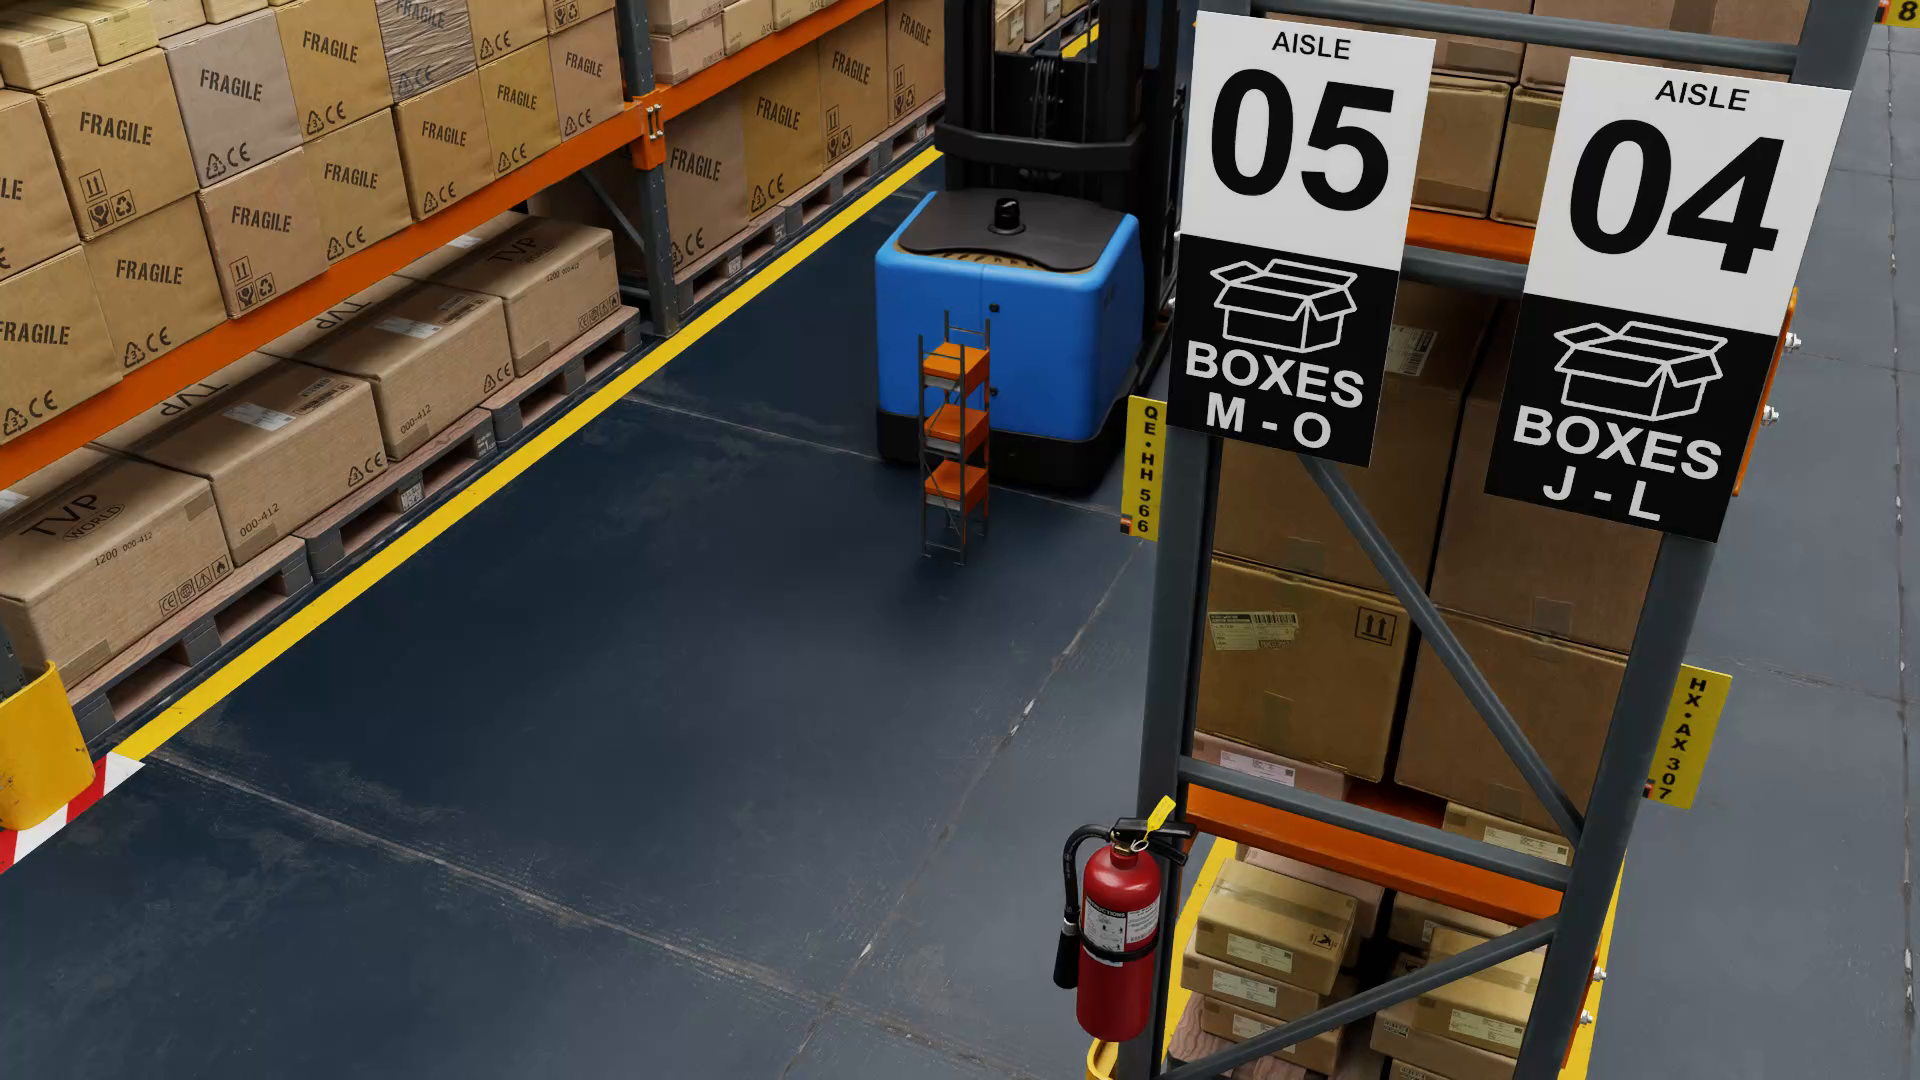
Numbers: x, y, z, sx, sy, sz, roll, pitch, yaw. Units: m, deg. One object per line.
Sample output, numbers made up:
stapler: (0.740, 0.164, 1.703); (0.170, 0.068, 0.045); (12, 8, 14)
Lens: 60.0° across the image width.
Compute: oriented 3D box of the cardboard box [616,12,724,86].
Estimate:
cardboard box: (-1.563, -2.561, 8.556); (0.500, 0.250, 0.500); (13, 36, 19)

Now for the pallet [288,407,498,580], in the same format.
pallet: (-2.885, -0.328, 7.558); (1.003, 0.211, 1.213); (14, 36, 20)

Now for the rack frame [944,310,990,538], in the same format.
rack frame: (0.029, -0.473, 7.014); (0.200, 1.050, 0.008); (14, 36, 20)

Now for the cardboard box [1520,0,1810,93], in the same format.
cardboard box: (1.301, -0.952, 2.912); (0.500, 0.250, 0.500); (15, 36, 21)

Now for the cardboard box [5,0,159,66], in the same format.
cardboard box: (-2.909, -1.702, 5.516); (0.380, 0.149, 0.250); (13, 35, 19)

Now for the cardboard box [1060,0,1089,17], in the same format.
cardboard box: (0.556, -4.558, 13.480); (0.950, 0.372, 0.625); (15, 36, 22)

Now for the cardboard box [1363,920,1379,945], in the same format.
cardboard box: (1.113, 1.056, 5.121); (0.380, 0.149, 0.250); (14, 36, 20)

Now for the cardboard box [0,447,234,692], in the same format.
cardboard box: (-3.475, 0.072, 6.359); (0.875, 0.438, 0.875); (13, 35, 19)

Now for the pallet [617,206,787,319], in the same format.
pallet: (-1.733, -1.700, 9.650); (1.003, 0.211, 1.213); (14, 36, 20)

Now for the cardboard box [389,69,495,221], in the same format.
cardboard box: (-2.356, -1.706, 7.025); (0.500, 0.500, 0.500); (14, 36, 20)

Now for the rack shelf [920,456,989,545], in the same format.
rack shelf: (-0.022, -0.171, 7.080); (0.215, 0.259, 0.240); (14, 36, 20)

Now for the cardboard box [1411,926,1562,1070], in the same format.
cardboard box: (1.405, 1.197, 4.363); (0.380, 0.149, 0.250); (13, 35, 18)

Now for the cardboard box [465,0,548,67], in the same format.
cardboard box: (-2.153, -2.375, 7.134); (0.500, 0.500, 0.500); (14, 36, 20)

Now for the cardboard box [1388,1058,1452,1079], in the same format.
cardboard box: (1.388, 1.442, 4.533); (0.380, 0.149, 0.250); (15, 36, 21)

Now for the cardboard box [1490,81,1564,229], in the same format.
cardboard box: (1.298, -0.744, 3.050); (0.500, 0.250, 0.500); (15, 36, 22)

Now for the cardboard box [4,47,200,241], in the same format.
cardboard box: (-2.991, -1.365, 5.593); (0.500, 0.500, 0.500); (13, 35, 19)

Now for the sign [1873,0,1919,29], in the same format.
sign: (1.371, -0.883, 2.328); (0.100, 0.325, 0.005); (14, 36, 20)

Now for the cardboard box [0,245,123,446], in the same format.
cardboard box: (-3.199, -0.688, 5.472); (0.500, 0.500, 0.500); (14, 36, 20)

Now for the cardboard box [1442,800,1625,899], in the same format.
cardboard box: (1.311, 0.632, 3.780); (0.380, 0.149, 0.250); (14, 36, 20)

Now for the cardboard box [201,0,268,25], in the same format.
cardboard box: (-2.705, -1.960, 5.909); (0.380, 0.149, 0.250); (15, 36, 21)

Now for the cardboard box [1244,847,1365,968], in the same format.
cardboard box: (0.997, 1.059, 4.846); (0.380, 0.149, 0.250); (13, 36, 19)

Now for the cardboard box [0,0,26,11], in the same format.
cardboard box: (-3.434, -1.824, 5.702); (0.380, 0.149, 0.250); (15, 36, 22)

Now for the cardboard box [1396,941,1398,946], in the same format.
cardboard box: (1.520, 1.167, 4.951); (0.380, 0.149, 0.250); (15, 36, 21)

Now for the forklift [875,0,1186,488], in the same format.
forklift: (0.539, -2.262, 8.027); (1.130, 2.935, 3.031); (10, 34, 14)

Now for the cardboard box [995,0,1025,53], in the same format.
cardboard box: (-0.068, -3.813, 12.343); (0.950, 0.372, 0.625); (12, 35, 17)

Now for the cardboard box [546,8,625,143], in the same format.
cardboard box: (-1.949, -2.217, 7.804); (0.500, 0.500, 0.500); (15, 36, 21)

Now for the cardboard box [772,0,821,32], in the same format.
cardboard box: (-1.119, -3.070, 9.334); (0.500, 0.250, 0.500); (14, 36, 20)

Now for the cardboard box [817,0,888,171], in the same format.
cardboard box: (-1.055, -2.976, 10.607); (0.875, 0.875, 0.875); (15, 36, 21)

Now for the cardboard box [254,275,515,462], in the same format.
cardboard box: (-2.721, -0.835, 7.741); (0.875, 0.438, 0.875); (13, 35, 19)

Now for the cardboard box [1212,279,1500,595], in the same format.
cardboard box: (0.843, -0.257, 3.632); (0.500, 0.500, 0.500); (13, 36, 20)

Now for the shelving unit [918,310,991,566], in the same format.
shelving unit: (-0.022, -0.412, 6.921); (0.215, 1.050, 0.252); (14, 36, 20)

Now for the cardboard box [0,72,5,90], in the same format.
cardboard box: (-3.216, -1.464, 5.152); (0.380, 0.149, 0.250); (15, 36, 22)

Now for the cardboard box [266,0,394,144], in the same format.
cardboard box: (-2.575, -1.872, 6.366); (0.500, 0.500, 0.500); (14, 36, 21)

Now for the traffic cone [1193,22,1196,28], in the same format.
traffic cone: (2.113, -4.449, 13.614); (0.336, 0.463, 0.334); (14, 36, 20)

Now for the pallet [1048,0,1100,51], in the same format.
pallet: (0.526, -4.285, 13.593); (1.003, 0.211, 1.213); (14, 36, 20)

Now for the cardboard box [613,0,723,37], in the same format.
cardboard box: (-1.547, -2.766, 8.413); (0.500, 0.250, 0.500); (13, 35, 19)

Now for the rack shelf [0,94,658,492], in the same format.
rack shelf: (-2.824, -1.168, 6.952); (1.077, 0.370, 4.000); (14, 36, 20)

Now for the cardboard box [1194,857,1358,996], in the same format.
cardboard box: (0.869, 1.059, 4.574); (0.380, 0.149, 0.250); (15, 36, 21)

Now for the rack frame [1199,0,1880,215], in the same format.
rack frame: (0.878, -1.896, 1.935); (1.000, 3.000, 0.127); (14, 36, 20)

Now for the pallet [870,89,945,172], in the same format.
pallet: (-0.712, -2.915, 11.504); (1.003, 0.211, 1.213); (14, 36, 20)

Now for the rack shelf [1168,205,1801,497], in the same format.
rack shelf: (1.714, -1.337, 4.474); (1.077, 0.370, 4.000); (14, 36, 20)

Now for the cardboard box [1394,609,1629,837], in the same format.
cardboard box: (1.316, 0.286, 3.715); (0.500, 0.500, 0.500); (16, 36, 23)

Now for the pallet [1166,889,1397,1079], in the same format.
pallet: (1.281, 1.344, 5.007); (1.003, 0.211, 1.213); (14, 36, 20)

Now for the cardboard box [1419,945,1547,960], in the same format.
cardboard box: (1.496, 1.179, 4.661); (0.380, 0.149, 0.250); (14, 36, 20)

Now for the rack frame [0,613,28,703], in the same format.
rack frame: (-3.661, -0.473, 5.235); (1.000, 3.000, 0.127); (14, 36, 20)

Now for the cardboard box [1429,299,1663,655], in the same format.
cardboard box: (1.307, -0.134, 3.445); (0.500, 0.500, 0.500); (14, 36, 20)

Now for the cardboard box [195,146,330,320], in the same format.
cardboard box: (-2.784, -1.195, 6.246); (0.500, 0.500, 0.500); (14, 36, 20)

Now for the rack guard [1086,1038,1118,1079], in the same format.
rack guard: (0.909, 1.620, 4.323); (1.175, 0.500, 0.348); (14, 36, 20)

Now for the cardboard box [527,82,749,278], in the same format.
cardboard box: (-1.800, -2.079, 9.240); (0.875, 0.875, 0.875); (15, 36, 22)

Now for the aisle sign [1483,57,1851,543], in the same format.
aisle sign: (1.120, -0.369, 2.707); (0.394, 0.787, 0.004); (14, 36, 20)
